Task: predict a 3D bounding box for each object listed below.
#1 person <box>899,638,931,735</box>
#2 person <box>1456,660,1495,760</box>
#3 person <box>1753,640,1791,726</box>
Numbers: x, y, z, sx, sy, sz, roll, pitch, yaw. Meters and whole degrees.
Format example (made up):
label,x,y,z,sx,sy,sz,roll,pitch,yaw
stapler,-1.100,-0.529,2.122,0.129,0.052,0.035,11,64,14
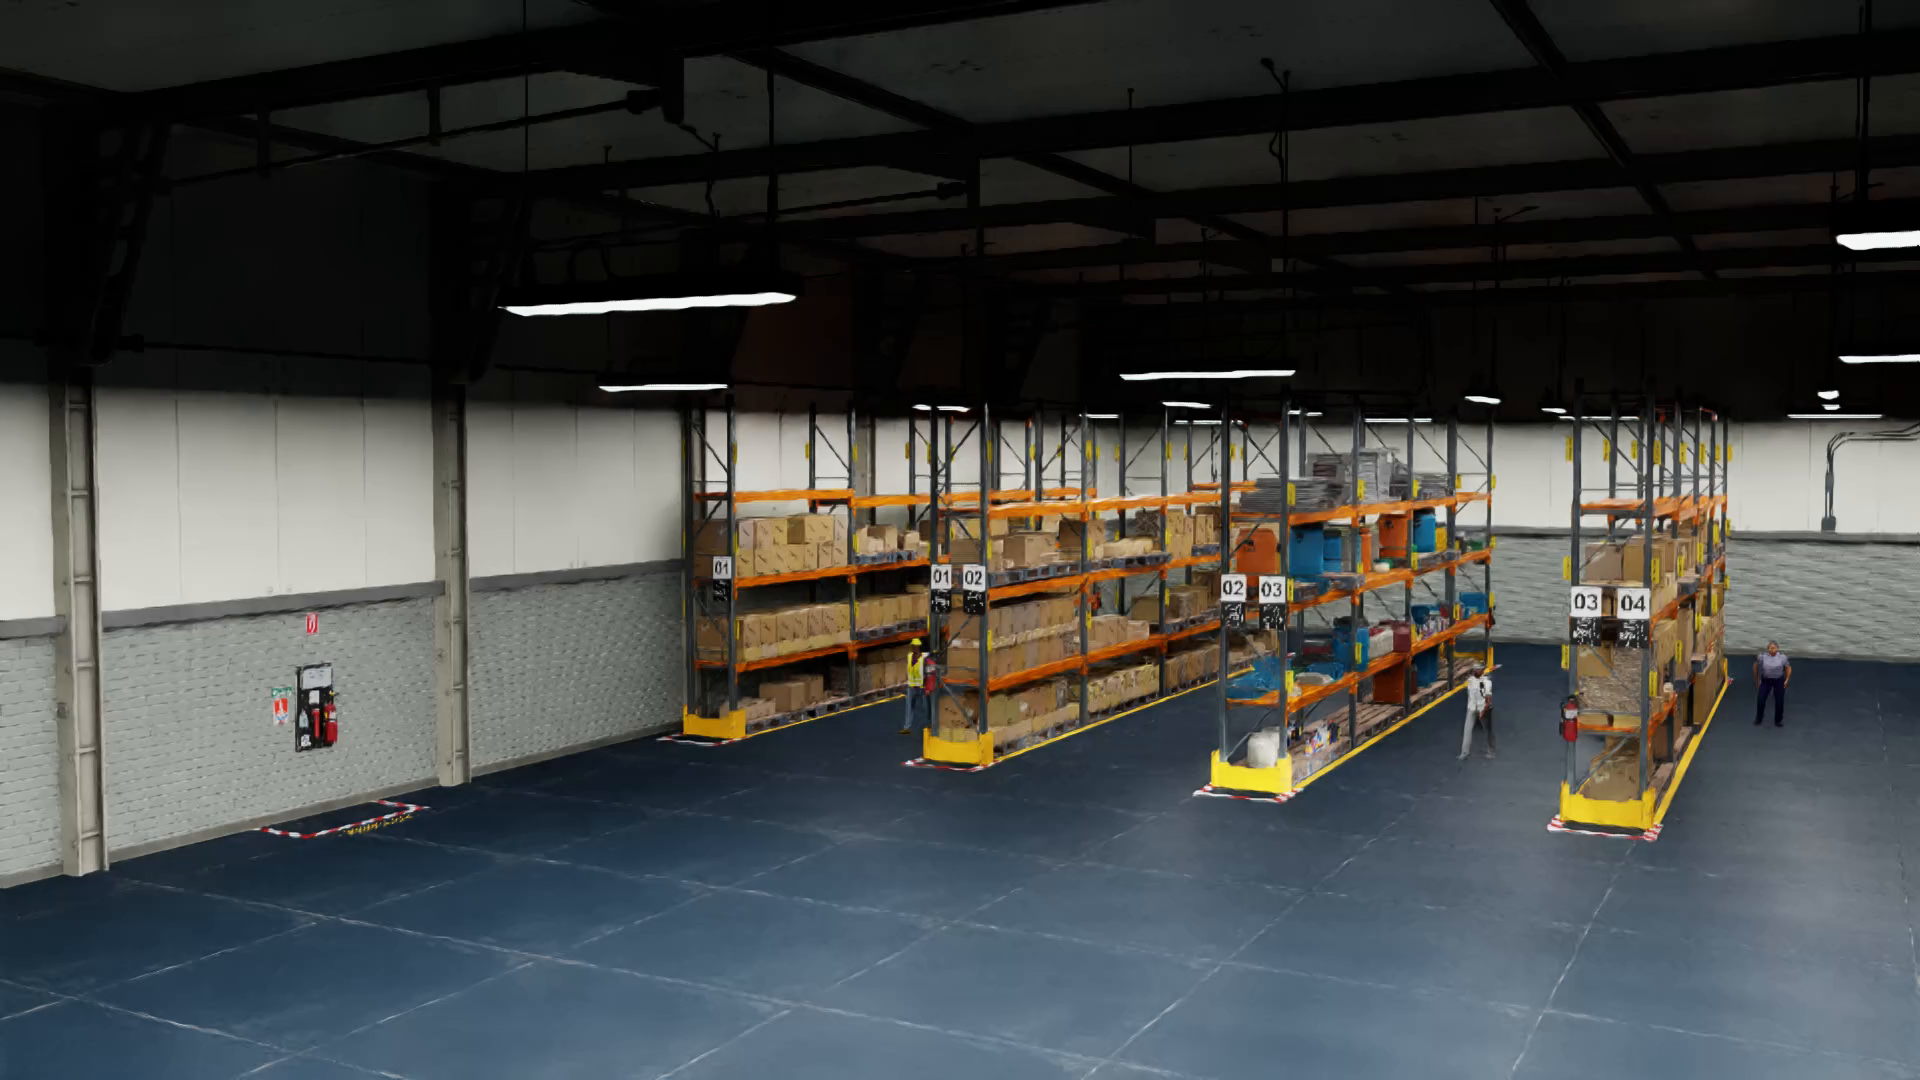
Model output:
label,x,y,z,sx,sy,sz,roll,pitch,yaw
person,-0.725,2.589,29.577,0.589,1.716,1.043,2,3,27
person,8.440,2.751,27.035,0.443,1.623,0.991,2,4,37
person,14.854,2.611,30.429,0.625,1.596,0.517,1,3,26
